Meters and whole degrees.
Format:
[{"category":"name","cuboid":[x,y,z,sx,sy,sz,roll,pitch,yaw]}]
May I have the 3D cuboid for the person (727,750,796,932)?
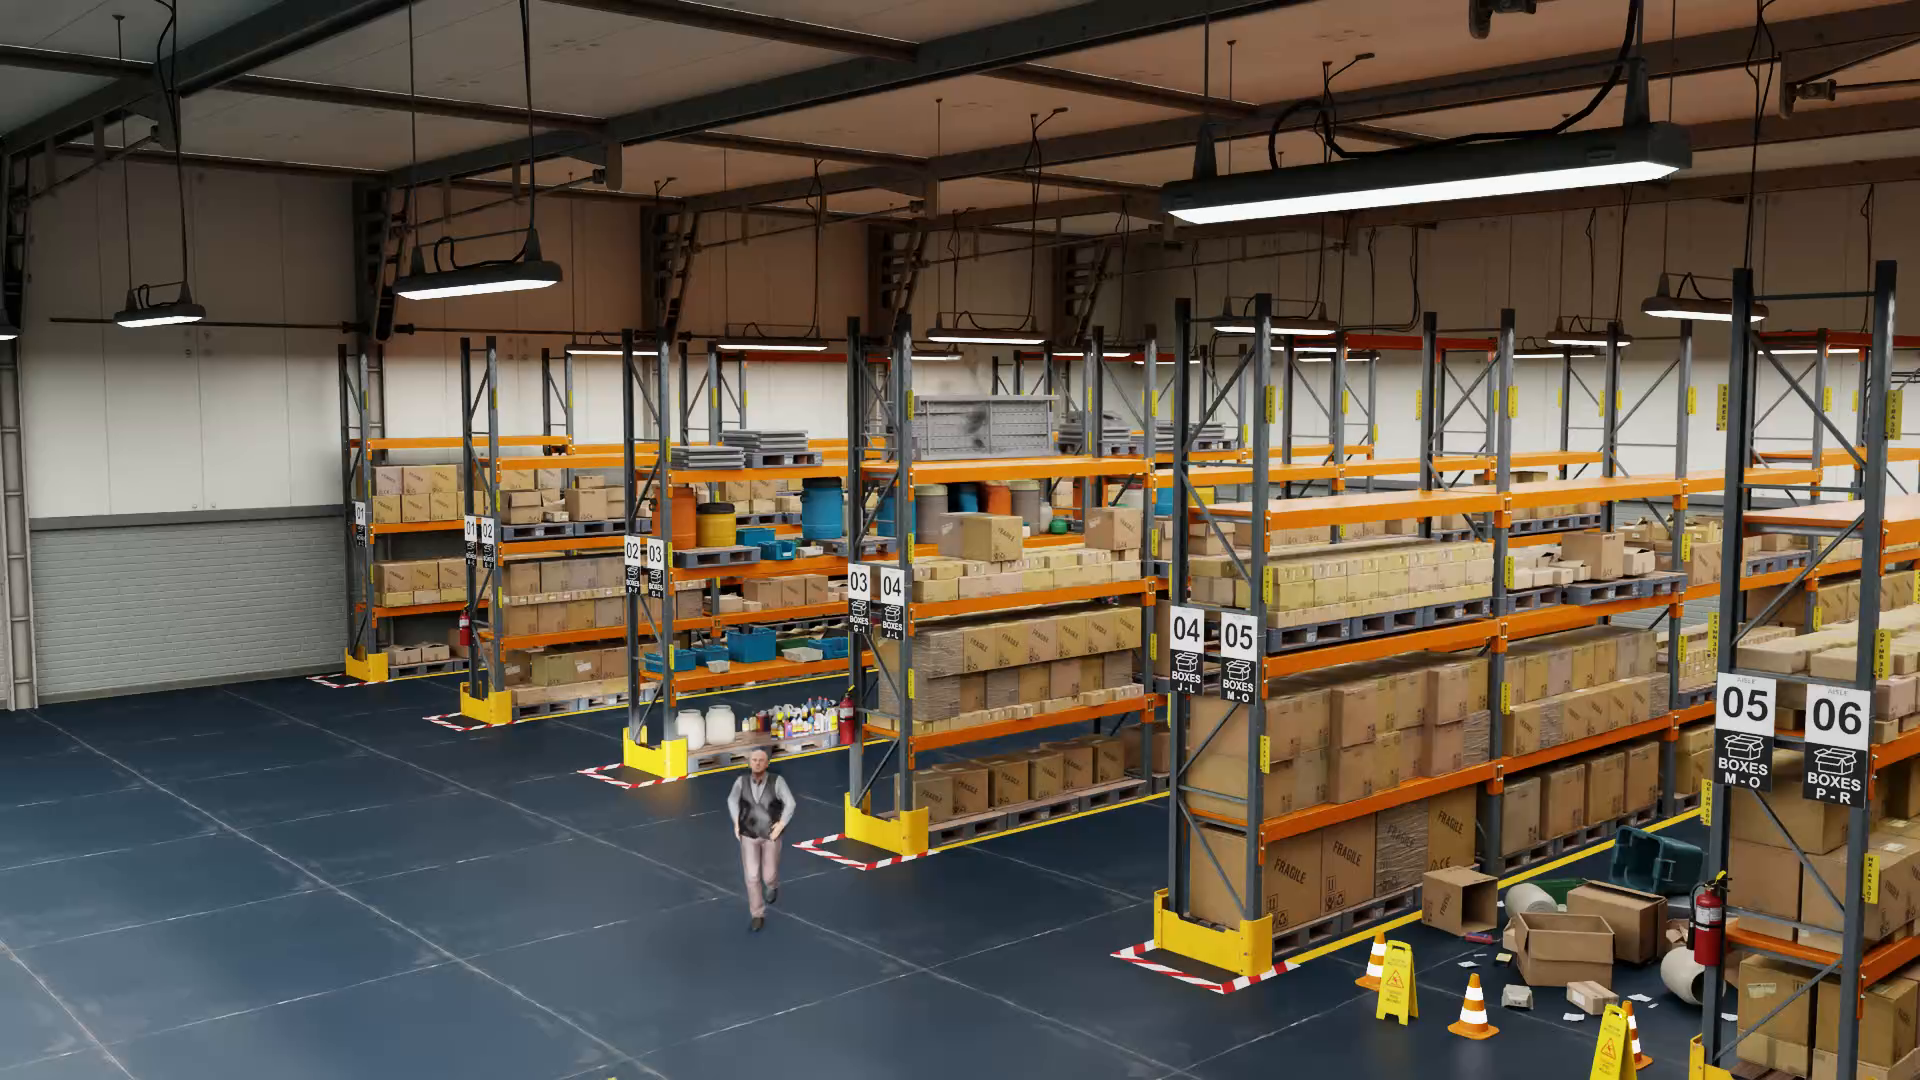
[{"category":"person","cuboid":[-1.938,2.879,16.227,0.678,1.705,0.796,0,5,-2]}]
